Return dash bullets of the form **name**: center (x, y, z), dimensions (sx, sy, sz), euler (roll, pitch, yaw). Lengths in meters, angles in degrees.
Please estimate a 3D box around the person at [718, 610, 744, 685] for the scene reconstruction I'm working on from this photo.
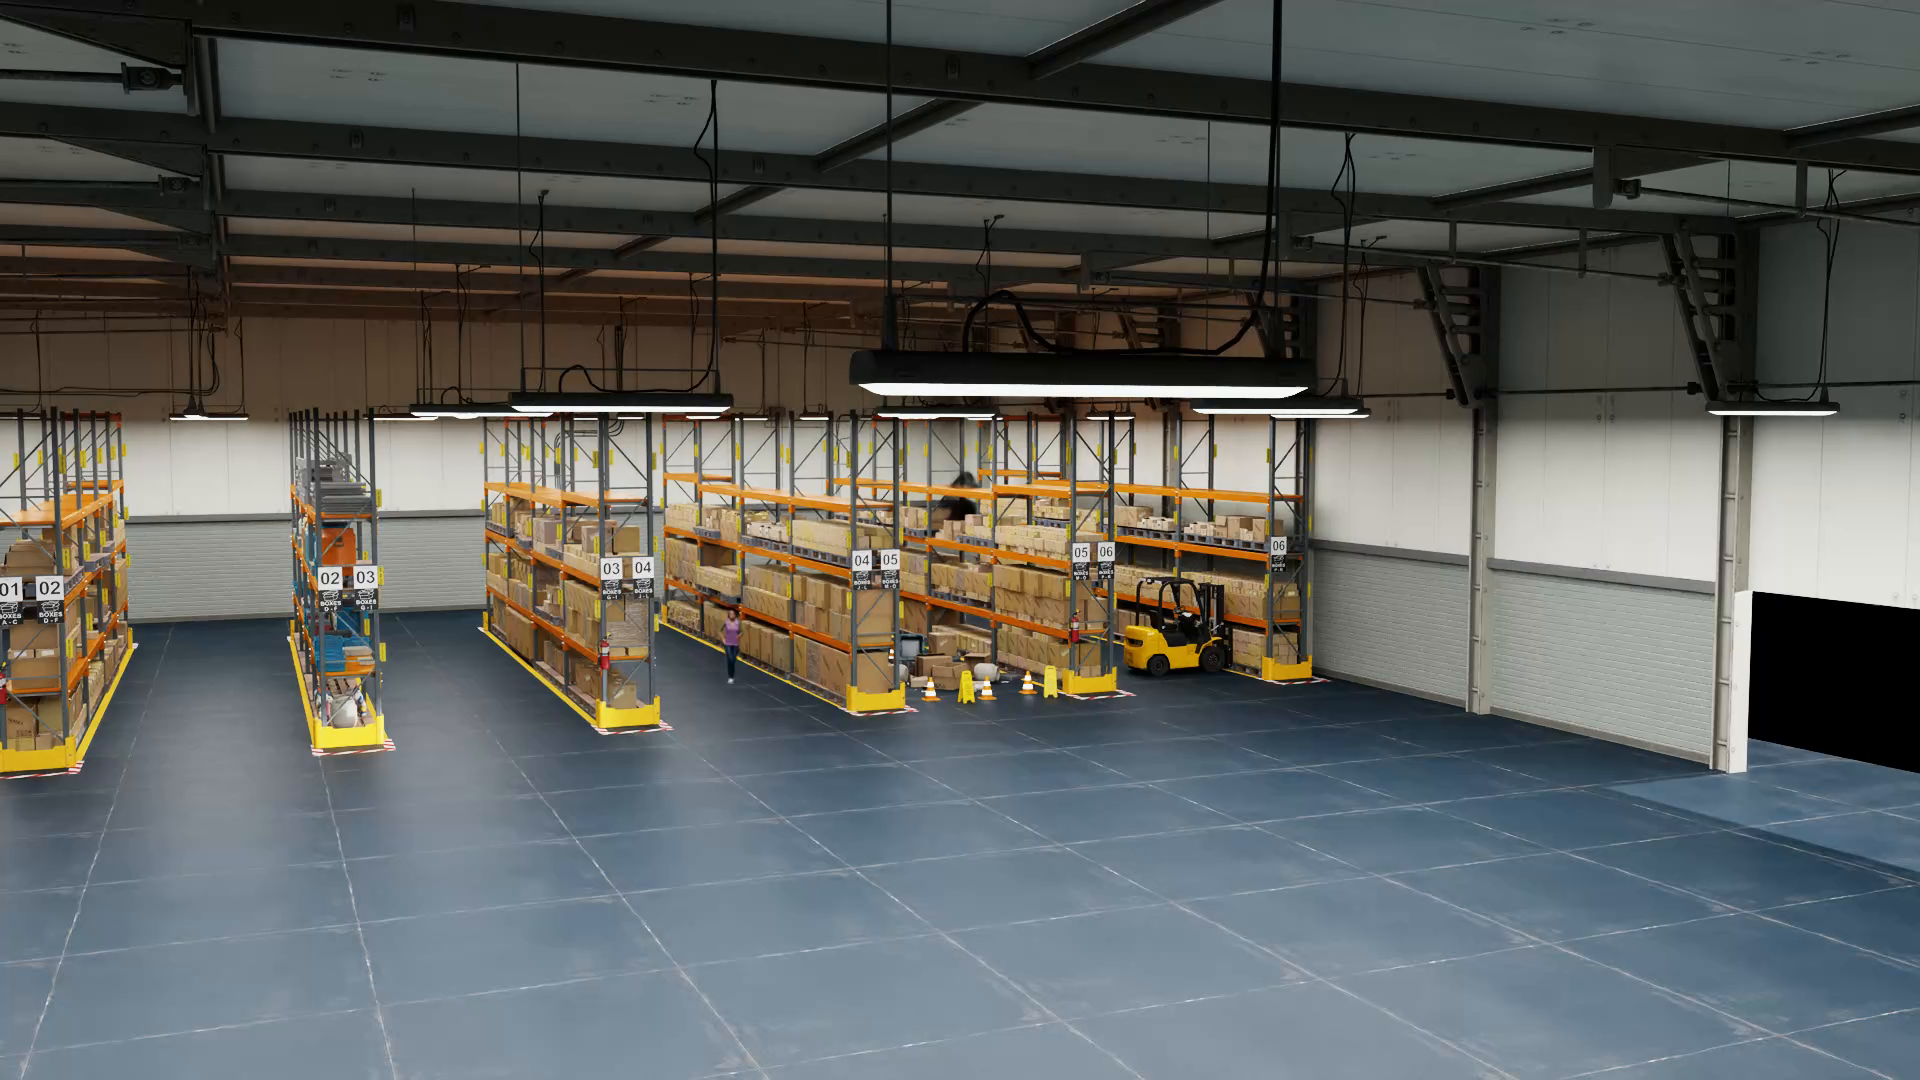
- **person**: center (-5.054, 2.361, 36.789), dimensions (0.546, 1.654, 0.656), euler (-2, 4, -21)

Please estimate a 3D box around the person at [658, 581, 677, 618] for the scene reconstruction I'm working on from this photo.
- **person**: center (-8.481, 1.444, 48.875), dimensions (0.888, 1.788, 0.692), euler (-3, 5, -37)

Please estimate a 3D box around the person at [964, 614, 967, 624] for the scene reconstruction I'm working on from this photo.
- **person**: center (0.036, 1.564, 46.379), dimensions (0.699, 1.756, 0.988), euler (-2, 4, -25)
